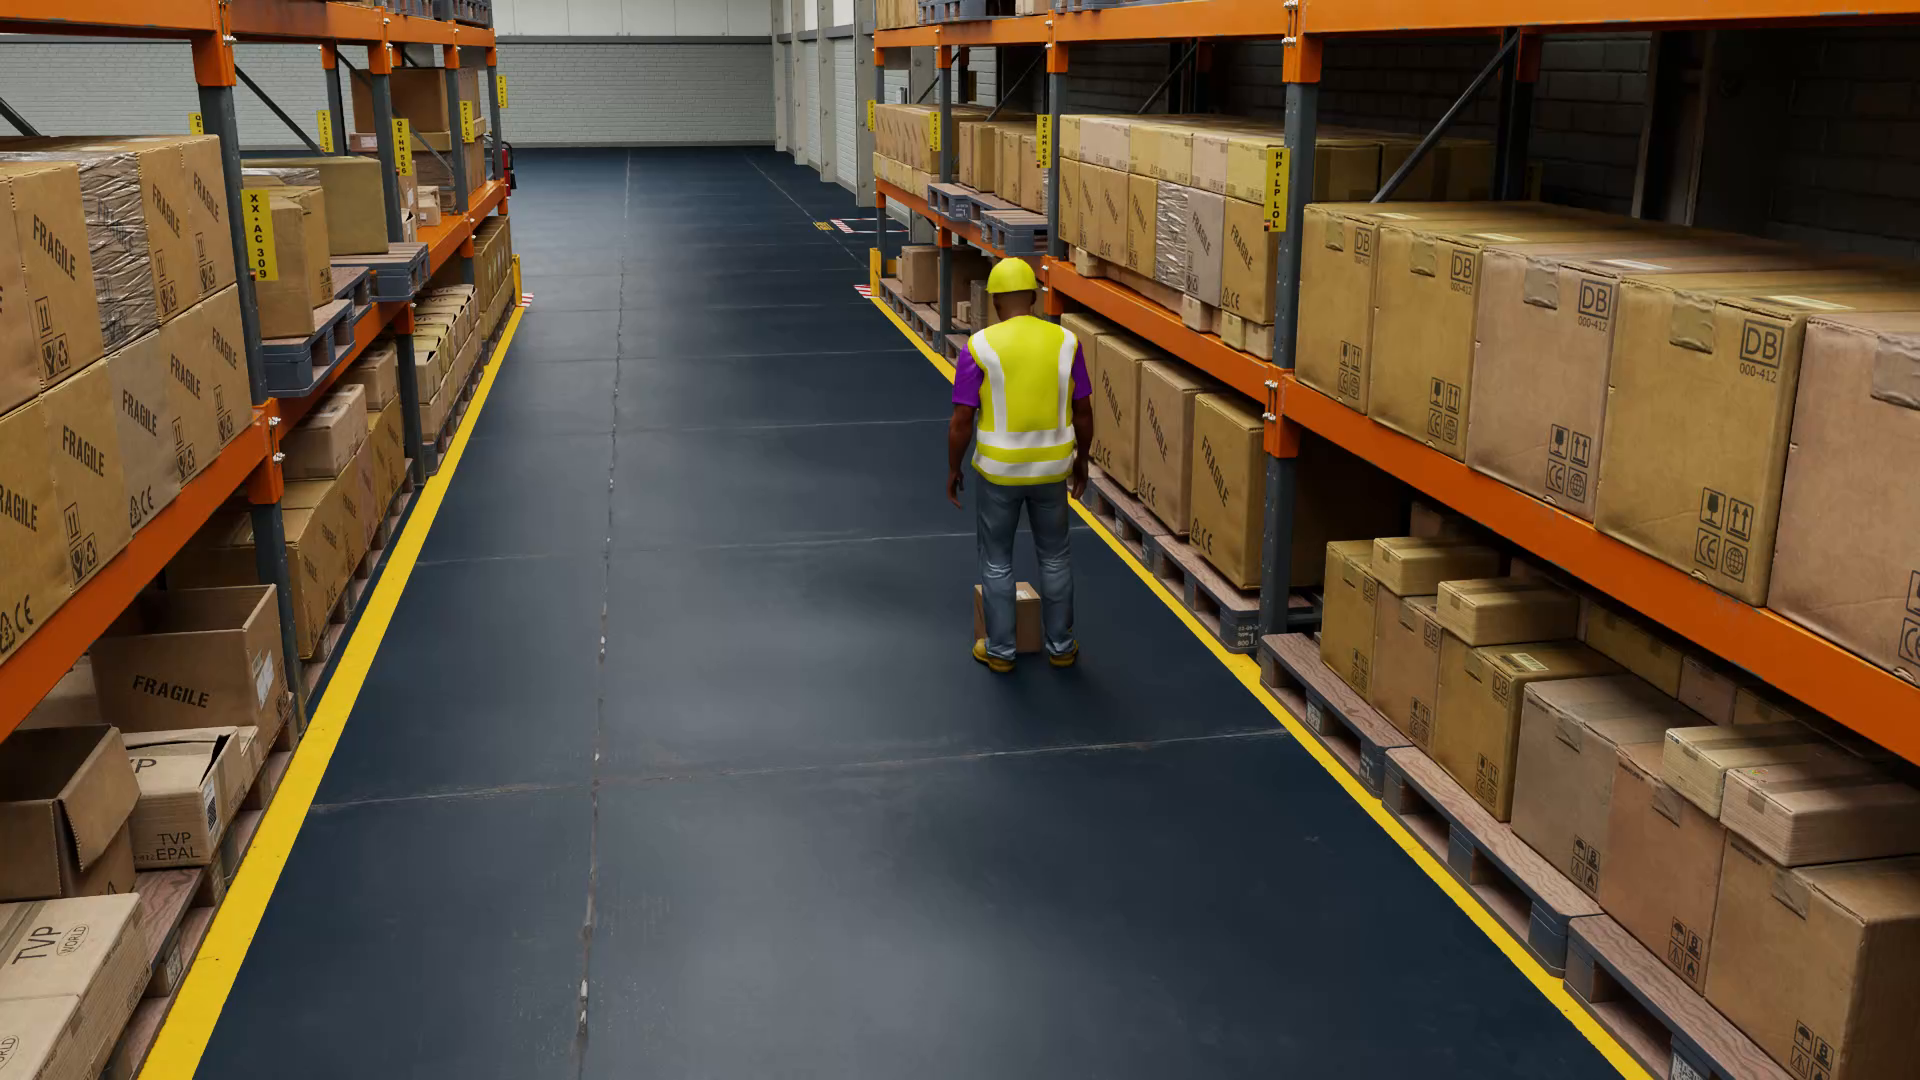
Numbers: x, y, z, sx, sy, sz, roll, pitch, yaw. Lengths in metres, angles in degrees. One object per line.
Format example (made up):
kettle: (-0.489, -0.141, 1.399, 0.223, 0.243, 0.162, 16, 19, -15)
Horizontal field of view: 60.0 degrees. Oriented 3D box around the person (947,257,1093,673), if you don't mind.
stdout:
person: (0.254, -0.310, 7.065, 0.636, 1.761, 0.454, -4, 17, -13)
